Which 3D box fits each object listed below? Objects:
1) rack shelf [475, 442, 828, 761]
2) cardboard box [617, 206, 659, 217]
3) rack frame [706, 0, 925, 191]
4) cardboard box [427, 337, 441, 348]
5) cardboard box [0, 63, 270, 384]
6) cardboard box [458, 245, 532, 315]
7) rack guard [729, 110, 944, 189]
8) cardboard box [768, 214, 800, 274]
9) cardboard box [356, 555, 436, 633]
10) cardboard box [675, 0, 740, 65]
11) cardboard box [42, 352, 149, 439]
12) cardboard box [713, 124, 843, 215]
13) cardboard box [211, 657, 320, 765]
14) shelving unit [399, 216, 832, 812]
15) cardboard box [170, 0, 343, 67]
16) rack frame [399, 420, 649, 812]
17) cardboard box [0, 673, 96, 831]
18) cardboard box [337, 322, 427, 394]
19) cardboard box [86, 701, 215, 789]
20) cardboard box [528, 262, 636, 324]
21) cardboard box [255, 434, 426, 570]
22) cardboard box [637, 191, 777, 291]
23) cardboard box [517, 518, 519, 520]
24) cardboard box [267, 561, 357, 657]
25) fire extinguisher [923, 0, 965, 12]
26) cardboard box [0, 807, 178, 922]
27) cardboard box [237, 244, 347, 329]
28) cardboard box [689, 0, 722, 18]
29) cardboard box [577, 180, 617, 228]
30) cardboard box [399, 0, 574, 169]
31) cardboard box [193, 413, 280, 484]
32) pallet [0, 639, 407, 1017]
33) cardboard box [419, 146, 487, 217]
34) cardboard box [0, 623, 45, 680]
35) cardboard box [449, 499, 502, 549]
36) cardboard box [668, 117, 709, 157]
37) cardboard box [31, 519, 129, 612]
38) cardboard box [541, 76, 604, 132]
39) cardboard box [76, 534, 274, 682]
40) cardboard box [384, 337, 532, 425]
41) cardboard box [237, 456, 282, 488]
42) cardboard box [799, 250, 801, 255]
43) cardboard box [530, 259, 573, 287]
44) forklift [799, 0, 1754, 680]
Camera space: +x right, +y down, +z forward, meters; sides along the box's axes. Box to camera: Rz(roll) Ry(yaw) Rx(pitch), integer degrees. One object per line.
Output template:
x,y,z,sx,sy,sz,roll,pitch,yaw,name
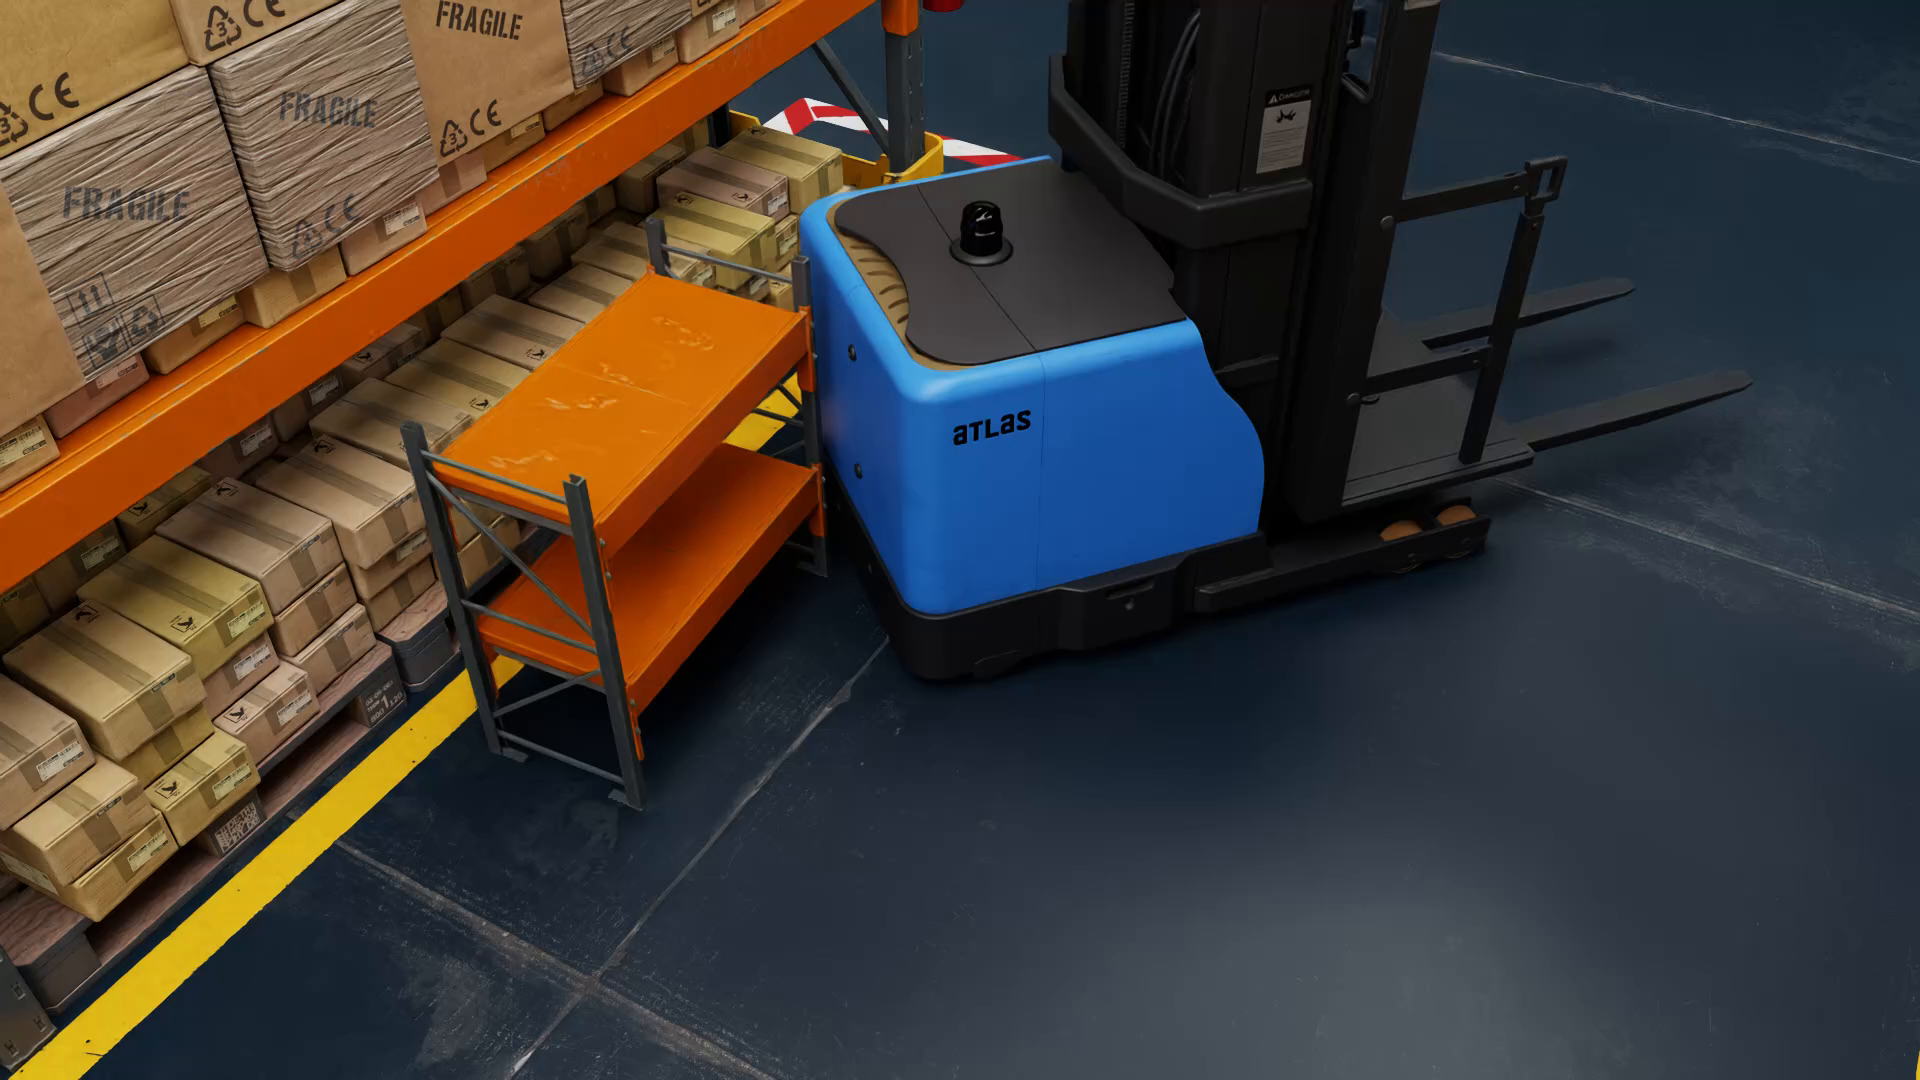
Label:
-0.846,0.102,4.652,0.538,0.278,1.000,17,44,19,rack shelf
-1.262,-1.228,5.989,0.380,0.149,0.250,21,45,22,cardboard box
-0.592,-2.382,5.685,1.000,3.000,0.127,21,45,22,rack frame
-1.681,-0.596,5.271,0.380,0.149,0.250,23,46,24,cardboard box
-1.886,-0.728,3.506,0.500,0.500,0.500,21,45,22,cardboard box
-1.618,-0.881,5.370,0.380,0.149,0.250,23,46,24,cardboard box
-0.630,-1.400,6.462,1.175,0.500,0.348,21,45,22,rack guard
-0.786,-1.053,5.790,0.380,0.149,0.250,20,45,21,cardboard box
-1.732,0.078,4.731,0.380,0.149,0.250,19,45,20,cardboard box
-0.887,-1.575,4.959,0.380,0.149,0.250,22,46,23,cardboard box
-2.015,-0.395,3.619,0.380,0.149,0.250,19,45,20,cardboard box
-0.637,-1.306,5.852,0.380,0.149,0.250,21,46,23,cardboard box
-1.920,0.406,4.359,0.380,0.149,0.250,21,45,22,cardboard box
-0.847,-0.081,4.491,0.538,1.125,1.048,17,44,19,shelving unit
-1.631,-1.375,3.484,0.500,0.500,0.500,22,46,23,cardboard box
-1.065,0.222,4.146,0.500,1.125,0.032,17,44,19,rack frame
-2.242,0.468,3.839,0.380,0.149,0.250,23,46,24,cardboard box
-1.832,-0.570,5.017,0.380,0.149,0.250,21,46,22,cardboard box
-2.086,0.432,4.104,0.380,0.149,0.250,21,46,22,cardboard box
-1.103,-0.692,5.155,0.380,0.149,0.250,23,46,24,cardboard box
-1.660,-0.107,4.491,0.380,0.149,0.250,22,46,23,cardboard box
-0.832,-0.991,5.495,0.380,0.149,0.250,20,45,21,cardboard box
-1.454,-0.214,5.063,0.380,0.149,0.250,22,46,23,cardboard box
-1.858,0.127,4.451,0.380,0.149,0.250,19,45,20,cardboard box
-0.066,-2.204,5.824,0.296,0.674,0.183,21,45,22,fire extinguisher
-2.133,0.717,4.005,0.380,0.149,0.250,19,45,20,cardboard box
-1.691,-0.671,3.932,0.380,0.149,0.250,22,46,23,cardboard box
-0.856,-1.896,4.832,0.500,0.500,0.500,20,45,21,cardboard box
-1.419,-1.206,5.739,0.380,0.149,0.250,21,45,22,cardboard box
-1.360,-1.320,4.179,0.500,0.500,0.500,23,46,24,cardboard box
-2.176,-0.306,4.717,0.380,0.149,0.250,19,45,20,cardboard box
-2.288,0.558,4.457,1.003,0.211,1.213,21,45,22,pallet
-1.457,-0.991,4.295,0.380,0.149,0.250,23,46,24,cardboard box
-2.586,0.264,4.295,0.380,0.149,0.250,19,45,20,cardboard box
-1.518,-0.146,4.761,0.380,0.149,0.250,21,45,22,cardboard box
-1.148,-1.505,6.079,0.380,0.149,0.250,19,45,20,cardboard box
-2.429,0.002,4.367,0.380,0.149,0.250,21,45,22,cardboard box
-1.231,-1.299,4.646,0.380,0.149,0.250,19,45,20,cardboard box
-1.969,0.169,4.178,0.380,0.149,0.250,20,45,21,cardboard box
-1.437,-0.418,4.844,0.380,0.149,0.250,21,46,22,cardboard box
-2.146,-0.159,4.775,0.380,0.149,0.250,22,46,23,cardboard box
-0.675,-1.099,6.068,0.380,0.149,0.250,22,46,23,cardboard box
-1.530,-0.948,5.671,0.380,0.149,0.250,22,46,23,cardboard box
1.101,-1.310,4.520,3.031,2.935,1.130,-14,43,-15,forklift
